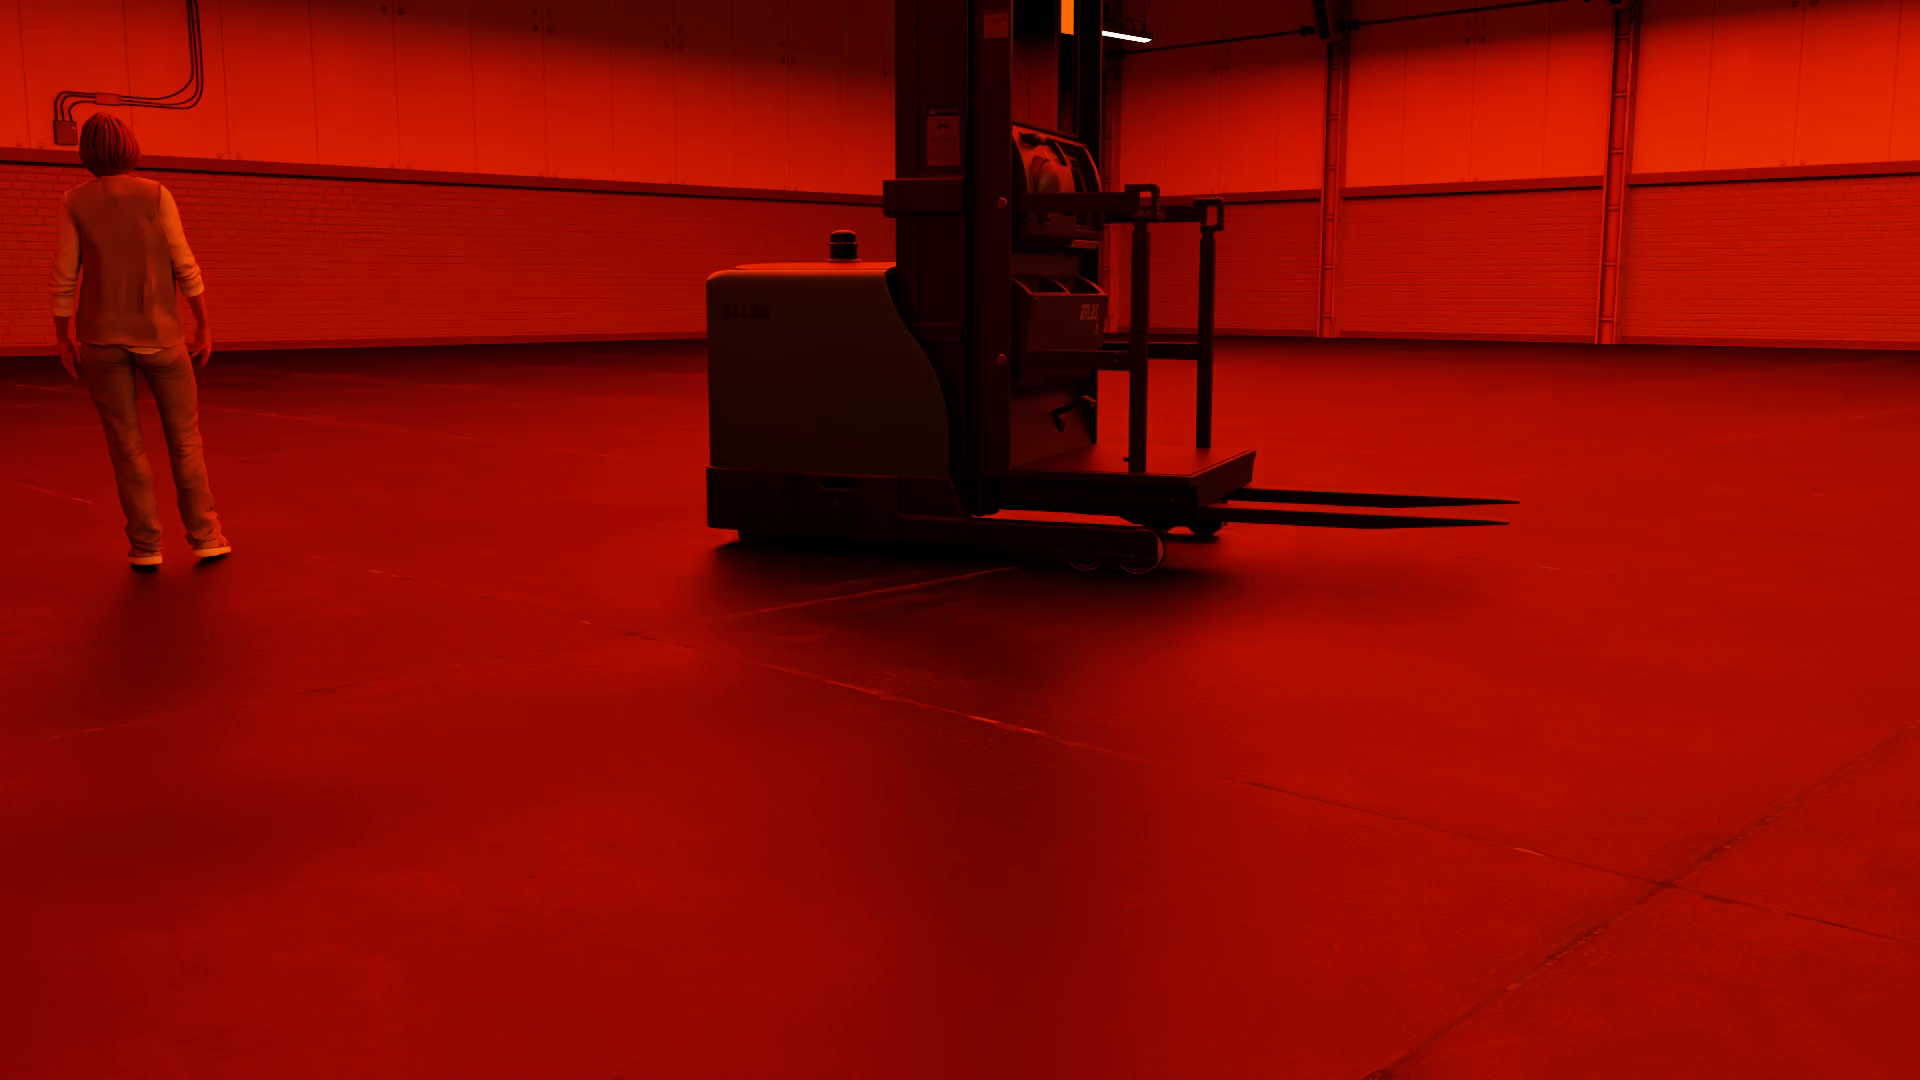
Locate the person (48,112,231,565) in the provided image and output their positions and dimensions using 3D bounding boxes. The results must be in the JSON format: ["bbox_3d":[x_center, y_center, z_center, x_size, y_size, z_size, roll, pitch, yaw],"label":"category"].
[{"bbox_3d":[-2.953,-0.702,5.970,0.519,1.596,0.477,-4,9,-23],"label":"person"}]

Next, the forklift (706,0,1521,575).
[{"bbox_3d":[0.565,-1.416,6.275,3.031,2.935,1.130,3,9,22],"label":"forklift"}]
